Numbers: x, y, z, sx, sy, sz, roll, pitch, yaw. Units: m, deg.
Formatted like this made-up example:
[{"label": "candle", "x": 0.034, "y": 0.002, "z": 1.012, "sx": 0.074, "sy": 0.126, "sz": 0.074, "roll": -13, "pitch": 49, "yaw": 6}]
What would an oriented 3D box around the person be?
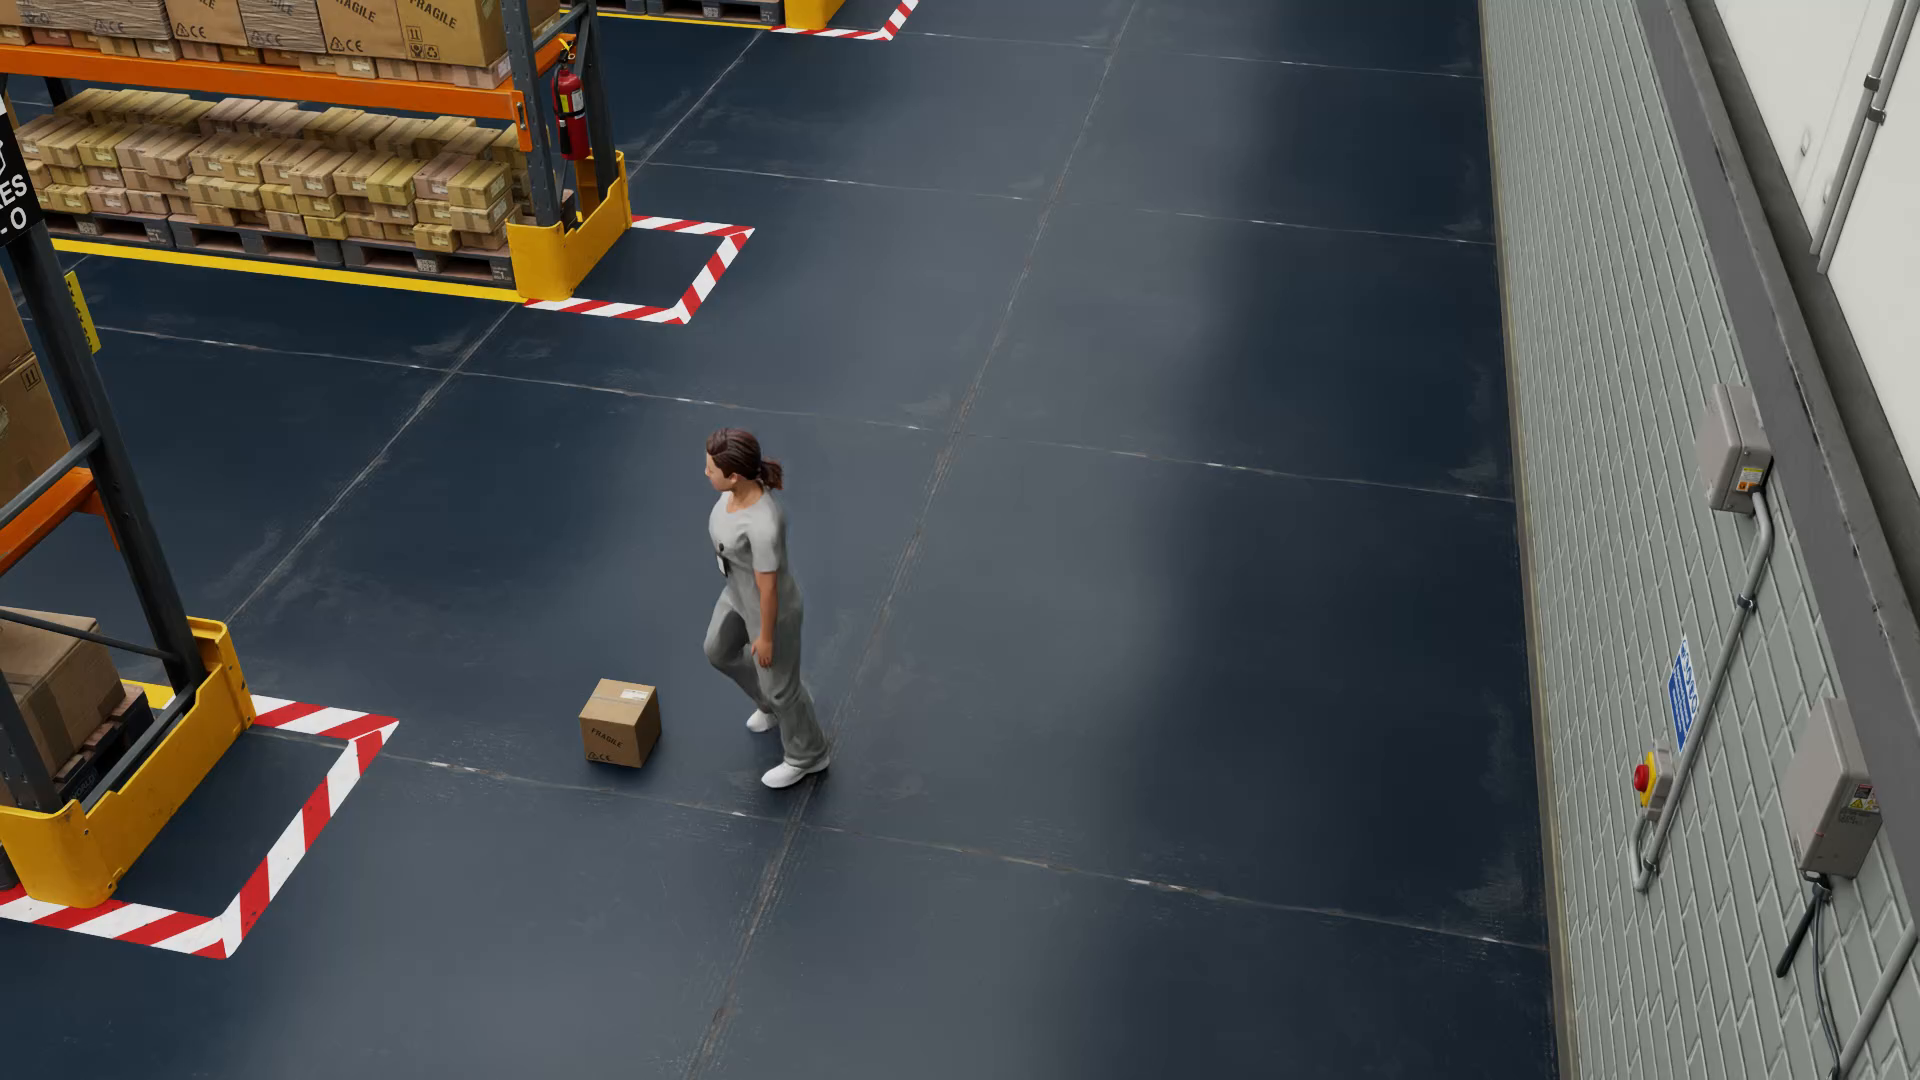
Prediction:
[{"label": "person", "x": -0.791, "y": 0.256, "z": 6.606, "sx": 0.407, "sy": 1.679, "sz": 0.497, "roll": -17, "pitch": 40, "yaw": -22}]
